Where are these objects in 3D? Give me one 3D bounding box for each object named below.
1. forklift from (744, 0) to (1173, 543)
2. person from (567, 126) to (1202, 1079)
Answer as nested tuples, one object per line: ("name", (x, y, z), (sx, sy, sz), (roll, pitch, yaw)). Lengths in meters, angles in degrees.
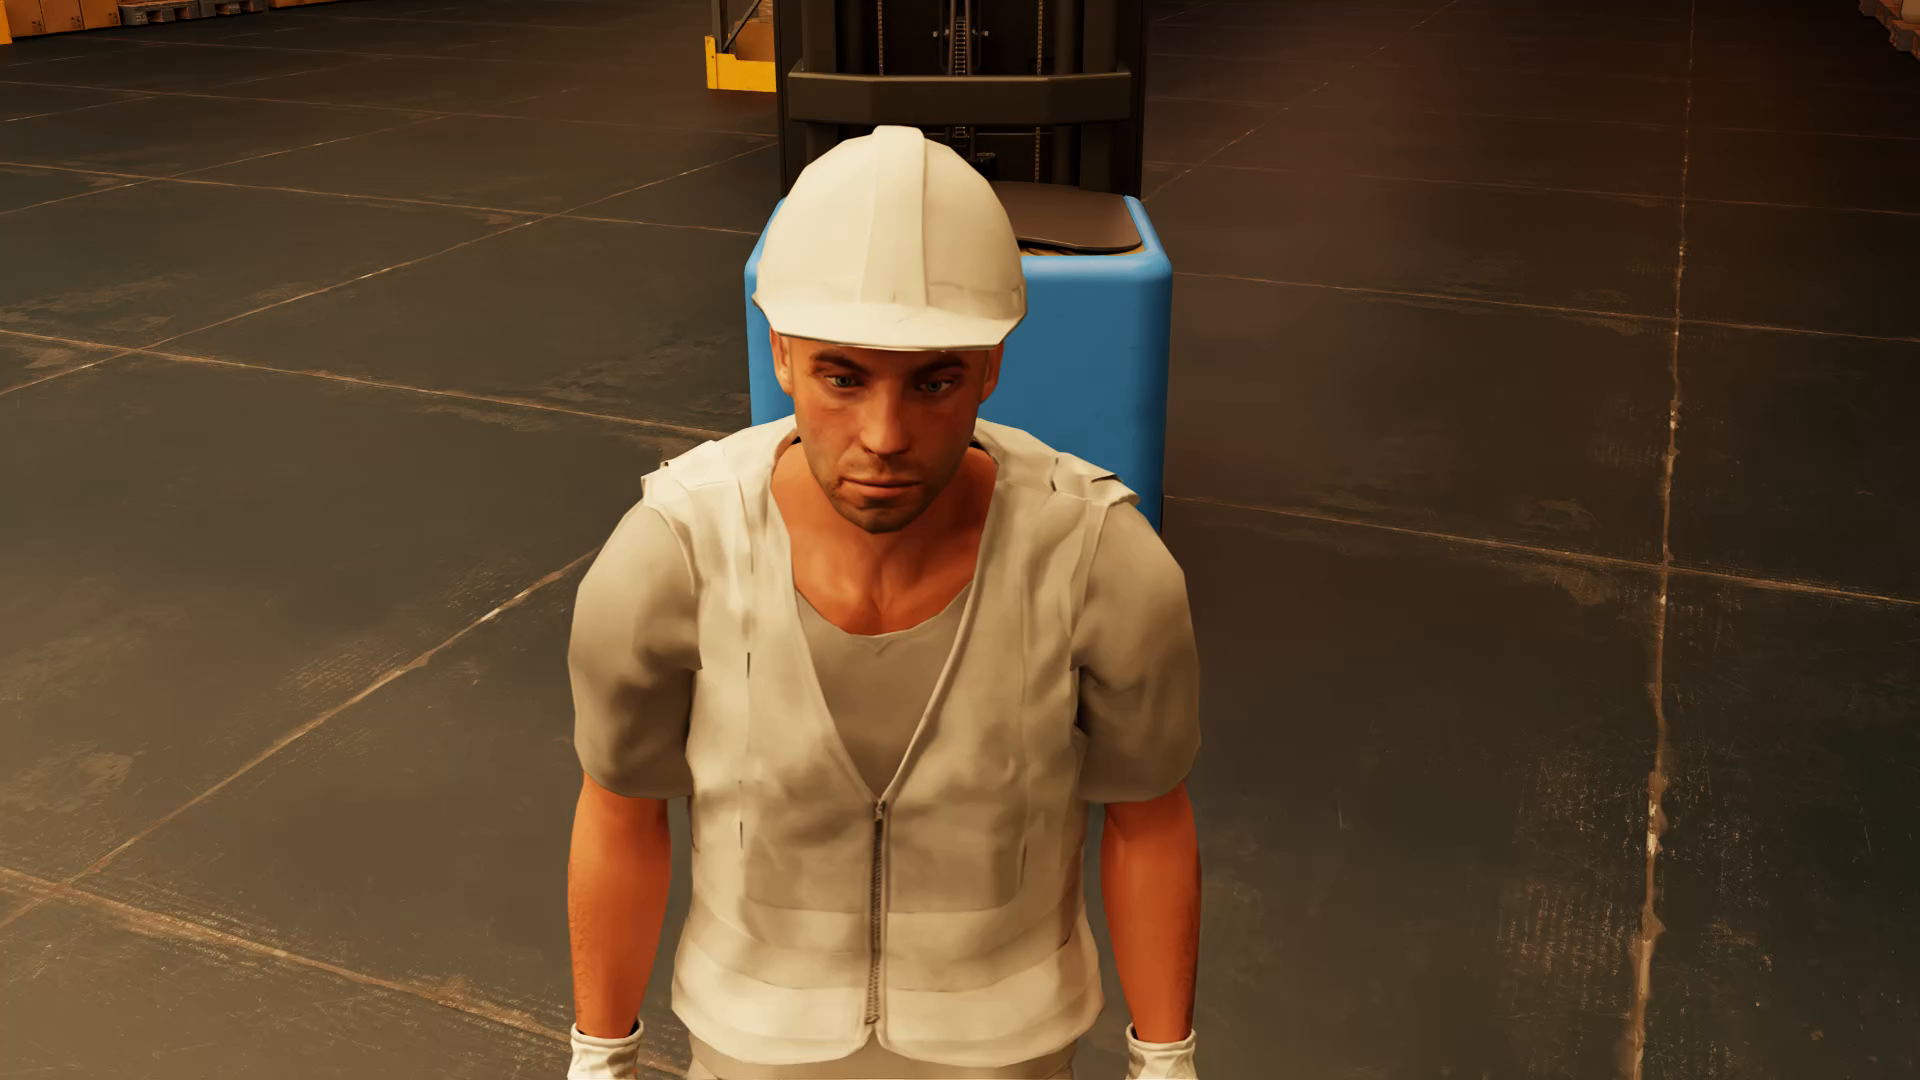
("forklift", (0.002, -1.587, 5.089), (1.130, 2.935, 3.031), (0, 23, 0))
("person", (-0.071, 0.478, 1.571), (0.623, 1.723, 0.445), (0, 23, 1))
